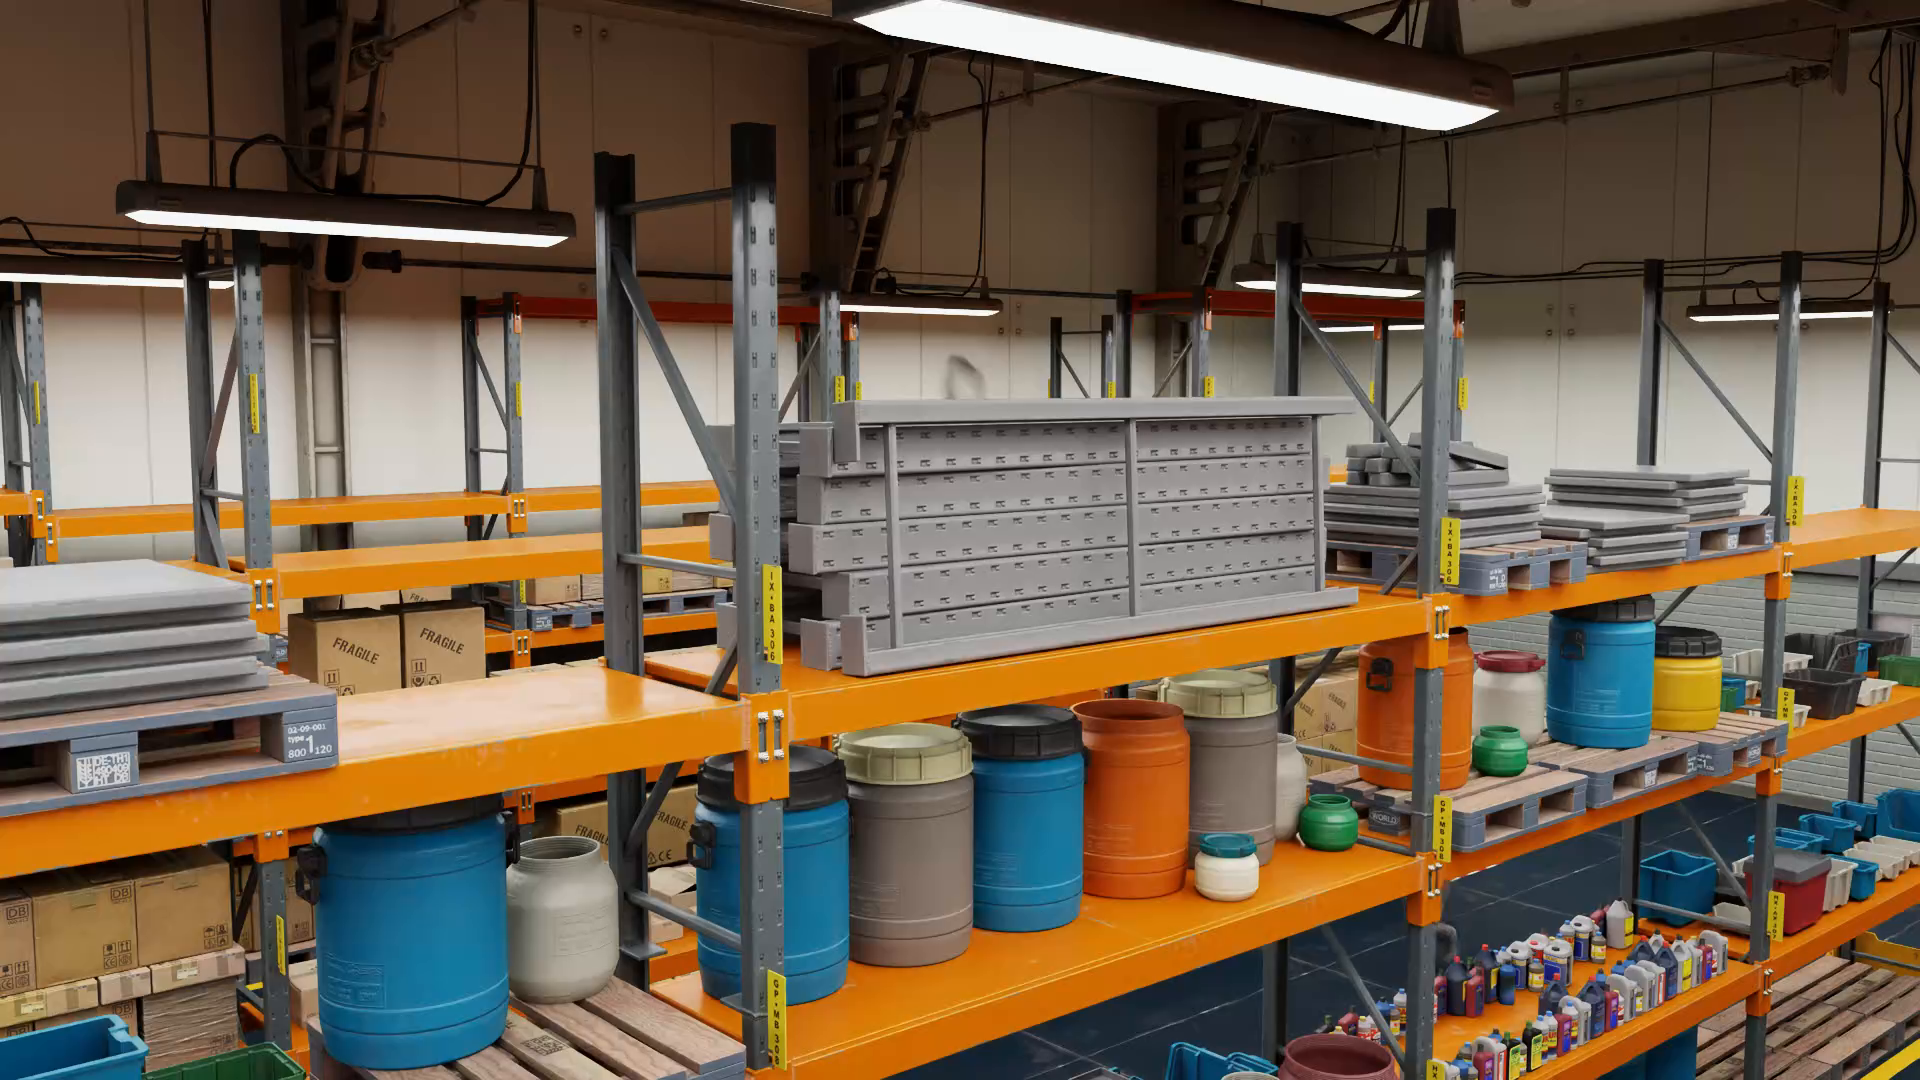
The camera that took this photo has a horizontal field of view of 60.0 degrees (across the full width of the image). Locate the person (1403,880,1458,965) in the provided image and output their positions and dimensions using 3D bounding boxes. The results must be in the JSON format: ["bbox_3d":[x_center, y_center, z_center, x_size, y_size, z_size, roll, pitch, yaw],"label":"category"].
[{"bbox_3d":[4.041,2.943,14.460,0.655,1.743,0.625,4,7,36],"label":"person"}]
